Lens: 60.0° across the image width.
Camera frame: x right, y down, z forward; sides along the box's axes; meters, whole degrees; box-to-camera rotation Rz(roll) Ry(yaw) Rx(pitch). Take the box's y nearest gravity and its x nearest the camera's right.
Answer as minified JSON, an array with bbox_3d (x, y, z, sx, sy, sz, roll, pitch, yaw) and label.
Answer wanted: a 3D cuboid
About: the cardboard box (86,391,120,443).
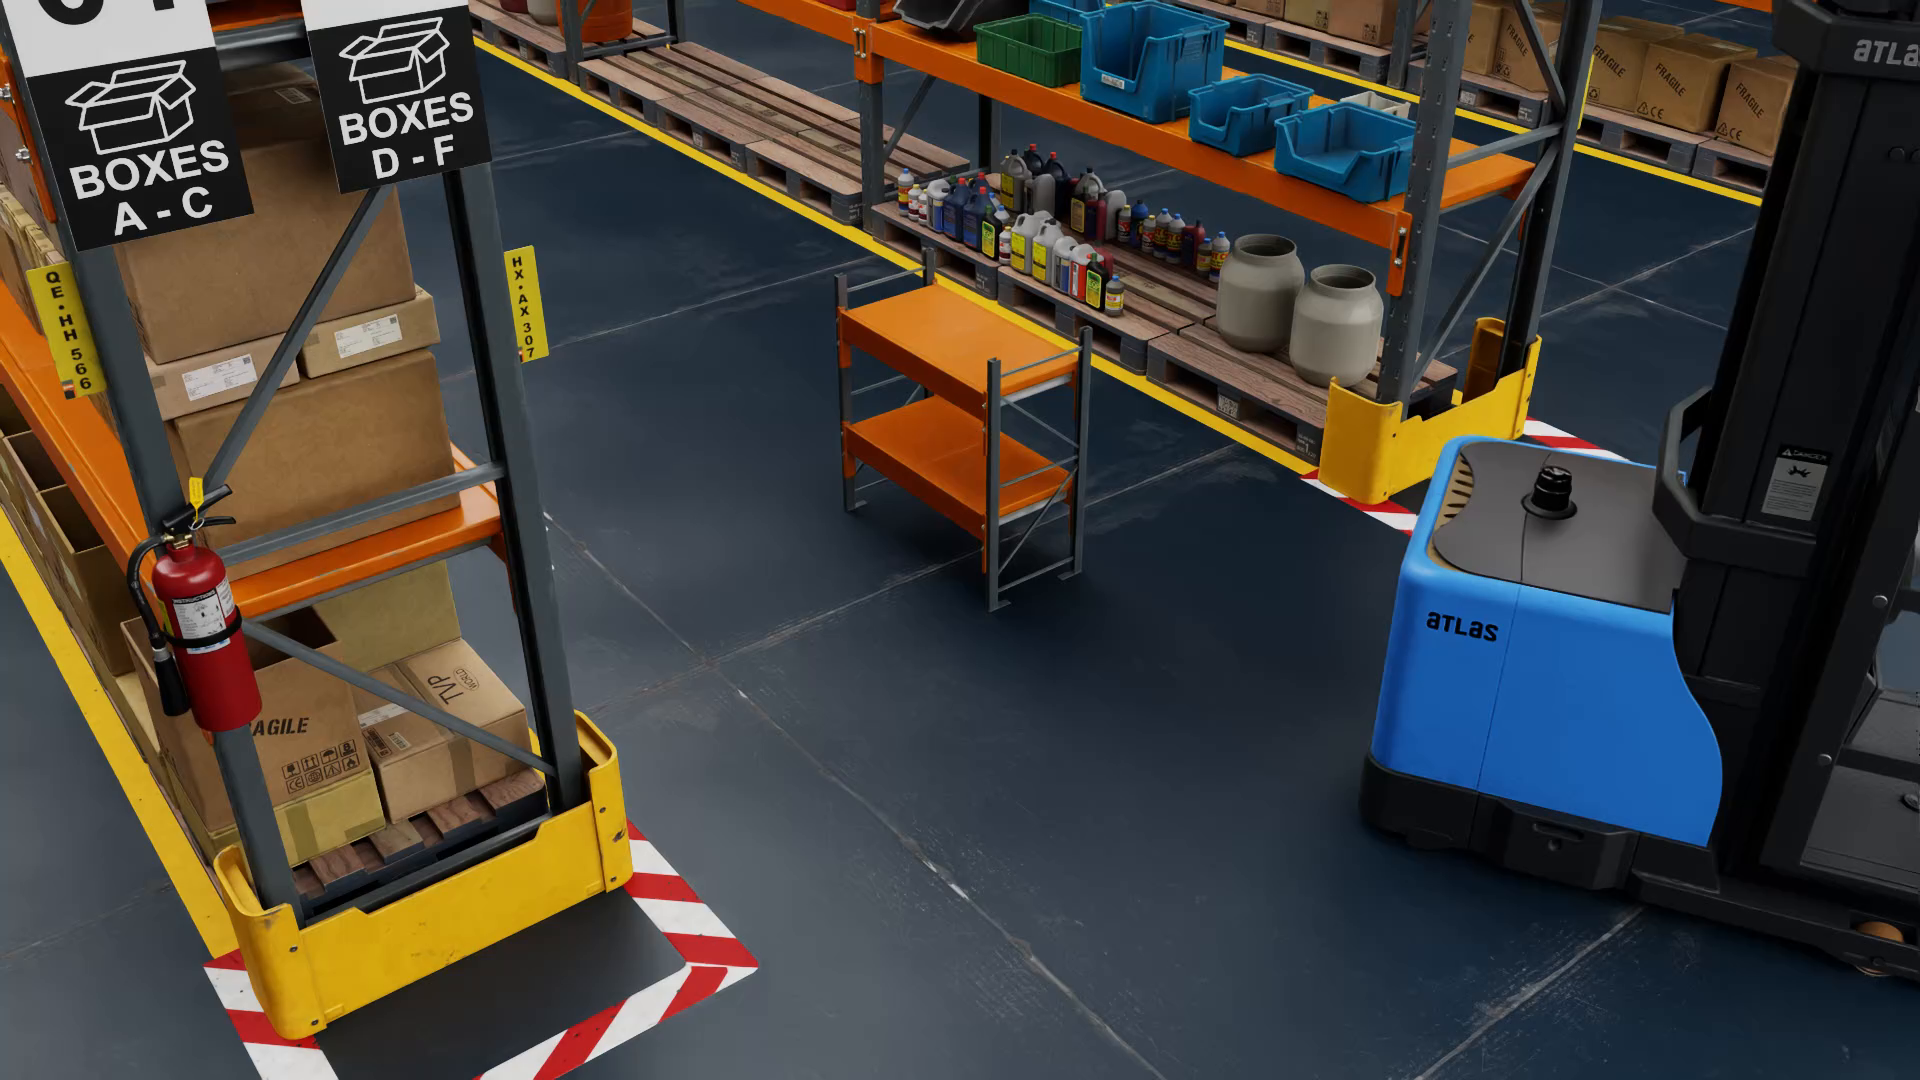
[{"bbox_3d":[-2.535,-0.729,5.486,0.700,0.500,0.500,-22,38,-31],"label":"cardboard box"}]

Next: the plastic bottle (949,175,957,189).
[{"bbox_3d":[-0.018,-1.997,9.780,0.061,0.283,0.133,-22,38,-31],"label":"plastic bottle"}]

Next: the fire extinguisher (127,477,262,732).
[{"bbox_3d":[-1.927,0.171,4.205,0.296,0.674,0.183,-22,38,-31],"label":"fire extinguisher"}]

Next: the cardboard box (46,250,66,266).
[{"bbox_3d":[-2.488,-0.798,4.982,0.380,0.149,0.250,-22,38,-31],"label":"cardboard box"}]

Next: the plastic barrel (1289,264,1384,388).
[{"bbox_3d":[1.818,-1.034,8.031,0.421,0.512,0.421,0,32,0],"label":"plastic barrel"}]

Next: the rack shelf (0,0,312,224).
[{"bbox_3d":[-2.859,-1.864,5.247,1.077,0.370,4.000,-22,38,-31],"label":"rack shelf"}]

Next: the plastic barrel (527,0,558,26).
[{"bbox_3d":[-3.354,-4.523,13.649,0.421,0.512,0.421,0,32,0],"label":"plastic barrel"}]

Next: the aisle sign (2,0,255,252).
[{"bbox_3d":[-1.824,-1.044,3.623,0.394,0.787,0.004,-22,38,-31],"label":"aisle sign"}]

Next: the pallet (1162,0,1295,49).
[{"bbox_3d":[2.511,-4.580,14.425,1.003,0.211,1.213,-22,38,-31],"label":"pallet"}]

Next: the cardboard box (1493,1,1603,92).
[{"bbox_3d":[4.313,-3.633,12.227,0.500,0.500,0.500,-11,33,-16],"label":"cardboard box"}]

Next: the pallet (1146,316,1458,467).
[{"bbox_3d":[1.705,-0.835,8.394,1.003,0.211,1.213,-22,38,-31],"label":"pallet"}]

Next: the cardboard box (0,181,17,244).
[{"bbox_3d":[-2.970,-1.123,5.505,0.380,0.149,0.250,-23,38,-32],"label":"cardboard box"}]

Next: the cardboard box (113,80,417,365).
[{"bbox_3d":[-1.941,-0.876,4.493,0.700,0.500,0.500,-22,38,-31],"label":"cardboard box"}]

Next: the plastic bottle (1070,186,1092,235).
[{"bbox_3d":[0.703,-1.929,9.670,0.061,0.283,0.133,-22,38,-31],"label":"plastic bottle"}]

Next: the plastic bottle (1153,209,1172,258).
[{"bbox_3d":[1.145,-1.731,9.364,0.097,0.271,0.097,0,32,0],"label":"plastic bottle"}]

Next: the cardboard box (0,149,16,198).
[{"bbox_3d":[-2.885,-1.512,5.517,0.700,0.500,0.500,-22,38,-31],"label":"cardboard box"}]

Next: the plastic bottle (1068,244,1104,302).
[{"bbox_3d":[0.677,-1.430,8.874,0.152,0.276,0.135,-22,38,-31],"label":"plastic bottle"}]

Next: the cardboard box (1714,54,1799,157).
[{"bbox_3d":[5.432,-2.885,11.024,0.500,0.500,0.500,-12,34,-19],"label":"cardboard box"}]

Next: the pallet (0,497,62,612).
[{"bbox_3d":[-3.631,-0.199,7.370,1.003,0.211,1.213,-22,38,-31],"label":"pallet"}]

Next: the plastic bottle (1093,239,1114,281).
[{"bbox_3d":[0.761,-1.468,8.928,0.061,0.283,0.133,-22,38,-31],"label":"plastic bottle"}]

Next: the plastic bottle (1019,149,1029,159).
[{"bbox_3d":[0.385,-2.269,10.218,0.061,0.283,0.133,-20,37,-29],"label":"plastic bottle"}]

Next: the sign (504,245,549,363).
[{"bbox_3d":[-1.191,-0.640,4.542,0.100,0.325,0.005,-22,38,-31],"label":"sign"}]

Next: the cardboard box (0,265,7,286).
[{"bbox_3d":[-3.480,-1.370,6.519,0.700,0.500,0.500,-23,38,-32],"label":"cardboard box"}]

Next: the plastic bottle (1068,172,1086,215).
[{"bbox_3d":[0.703,-2.053,9.870,0.061,0.283,0.133,-20,37,-28],"label":"plastic bottle"}]

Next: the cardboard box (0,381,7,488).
[{"bbox_3d":[-3.736,-0.557,6.801,0.500,0.500,0.500,-22,38,-31],"label":"cardboard box"}]

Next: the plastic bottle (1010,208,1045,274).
[{"bbox_3d":[0.373,-1.665,9.181,0.144,0.351,0.185,-23,38,-32],"label":"plastic bottle"}]

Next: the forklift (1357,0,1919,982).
[{"bbox_3d":[2.917,-0.189,4.776,3.031,2.935,1.130,12,34,19],"label":"forklift"}]

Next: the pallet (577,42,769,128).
[{"bbox_3d":[-2.179,-3.477,12.648,1.003,0.211,1.213,-22,38,-31],"label":"pallet"}]

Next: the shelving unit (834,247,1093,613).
[{"bbox_3d":[-0.004,-0.481,6.958,0.538,1.125,1.048,-22,38,-31],"label":"shelving unit"}]

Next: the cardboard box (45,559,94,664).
[{"bbox_3d":[-3.124,0.179,6.327,0.500,0.250,0.500,-22,38,-31],"label":"cardboard box"}]

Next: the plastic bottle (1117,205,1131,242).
[{"bbox_3d":[0.958,-1.829,9.587,0.097,0.201,0.097,0,32,0],"label":"plastic bottle"}]

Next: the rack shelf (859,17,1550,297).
[{"bbox_3d":[1.056,-2.191,8.616,1.077,0.370,4.000,-22,38,-31],"label":"rack shelf"}]

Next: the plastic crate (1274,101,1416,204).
[{"bbox_3d":[1.739,-1.711,7.303,0.499,0.251,0.616,-22,38,-31],"label":"plastic crate"}]

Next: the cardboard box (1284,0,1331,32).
[{"bbox_3d":[3.105,-4.525,13.645,0.700,0.500,0.500,-23,38,-32],"label":"cardboard box"}]

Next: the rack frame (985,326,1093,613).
[{"bbox_3d":[0.308,-0.269,6.617,0.500,1.125,0.032,-22,38,-31],"label":"rack frame"}]

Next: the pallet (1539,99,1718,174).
[{"bbox_3d":[4.934,-2.970,11.832,1.003,0.211,1.213,-22,38,-31],"label":"pallet"}]

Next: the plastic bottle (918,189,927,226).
[{"bbox_3d":[-0.197,-1.968,9.812,0.097,0.201,0.097,0,32,0],"label":"plastic bottle"}]

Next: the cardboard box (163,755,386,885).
[{"bbox_3d":[-2.195,0.800,5.327,0.500,0.250,0.500,-22,38,-31],"label":"cardboard box"}]

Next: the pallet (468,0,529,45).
[{"bbox_3d":[-3.884,-4.635,14.513,1.003,0.211,1.213,-22,38,-31],"label":"pallet"}]

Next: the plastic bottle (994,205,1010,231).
[{"bbox_3d":[0.232,-1.759,9.408,0.097,0.271,0.097,0,32,0],"label":"plastic bottle"}]

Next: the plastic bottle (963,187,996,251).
[{"bbox_3d":[0.112,-1.842,9.466,0.144,0.351,0.185,-24,39,-33],"label":"plastic bottle"}]

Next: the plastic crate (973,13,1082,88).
[{"bbox_3d":[0.439,-2.583,8.766,0.450,0.188,0.662,-22,38,-31],"label":"plastic crate"}]

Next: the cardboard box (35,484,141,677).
[{"bbox_3d":[-2.821,0.070,5.791,0.500,0.500,0.500,-22,38,-31],"label":"cardboard box"}]

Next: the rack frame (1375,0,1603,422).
[{"bbox_3d":[2.282,-1.663,7.084,1.000,3.000,0.127,-22,38,-31],"label":"rack frame"}]

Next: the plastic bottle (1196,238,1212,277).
[{"bbox_3d":[1.353,-1.560,9.155,0.097,0.201,0.097,0,32,0],"label":"plastic bottle"}]
